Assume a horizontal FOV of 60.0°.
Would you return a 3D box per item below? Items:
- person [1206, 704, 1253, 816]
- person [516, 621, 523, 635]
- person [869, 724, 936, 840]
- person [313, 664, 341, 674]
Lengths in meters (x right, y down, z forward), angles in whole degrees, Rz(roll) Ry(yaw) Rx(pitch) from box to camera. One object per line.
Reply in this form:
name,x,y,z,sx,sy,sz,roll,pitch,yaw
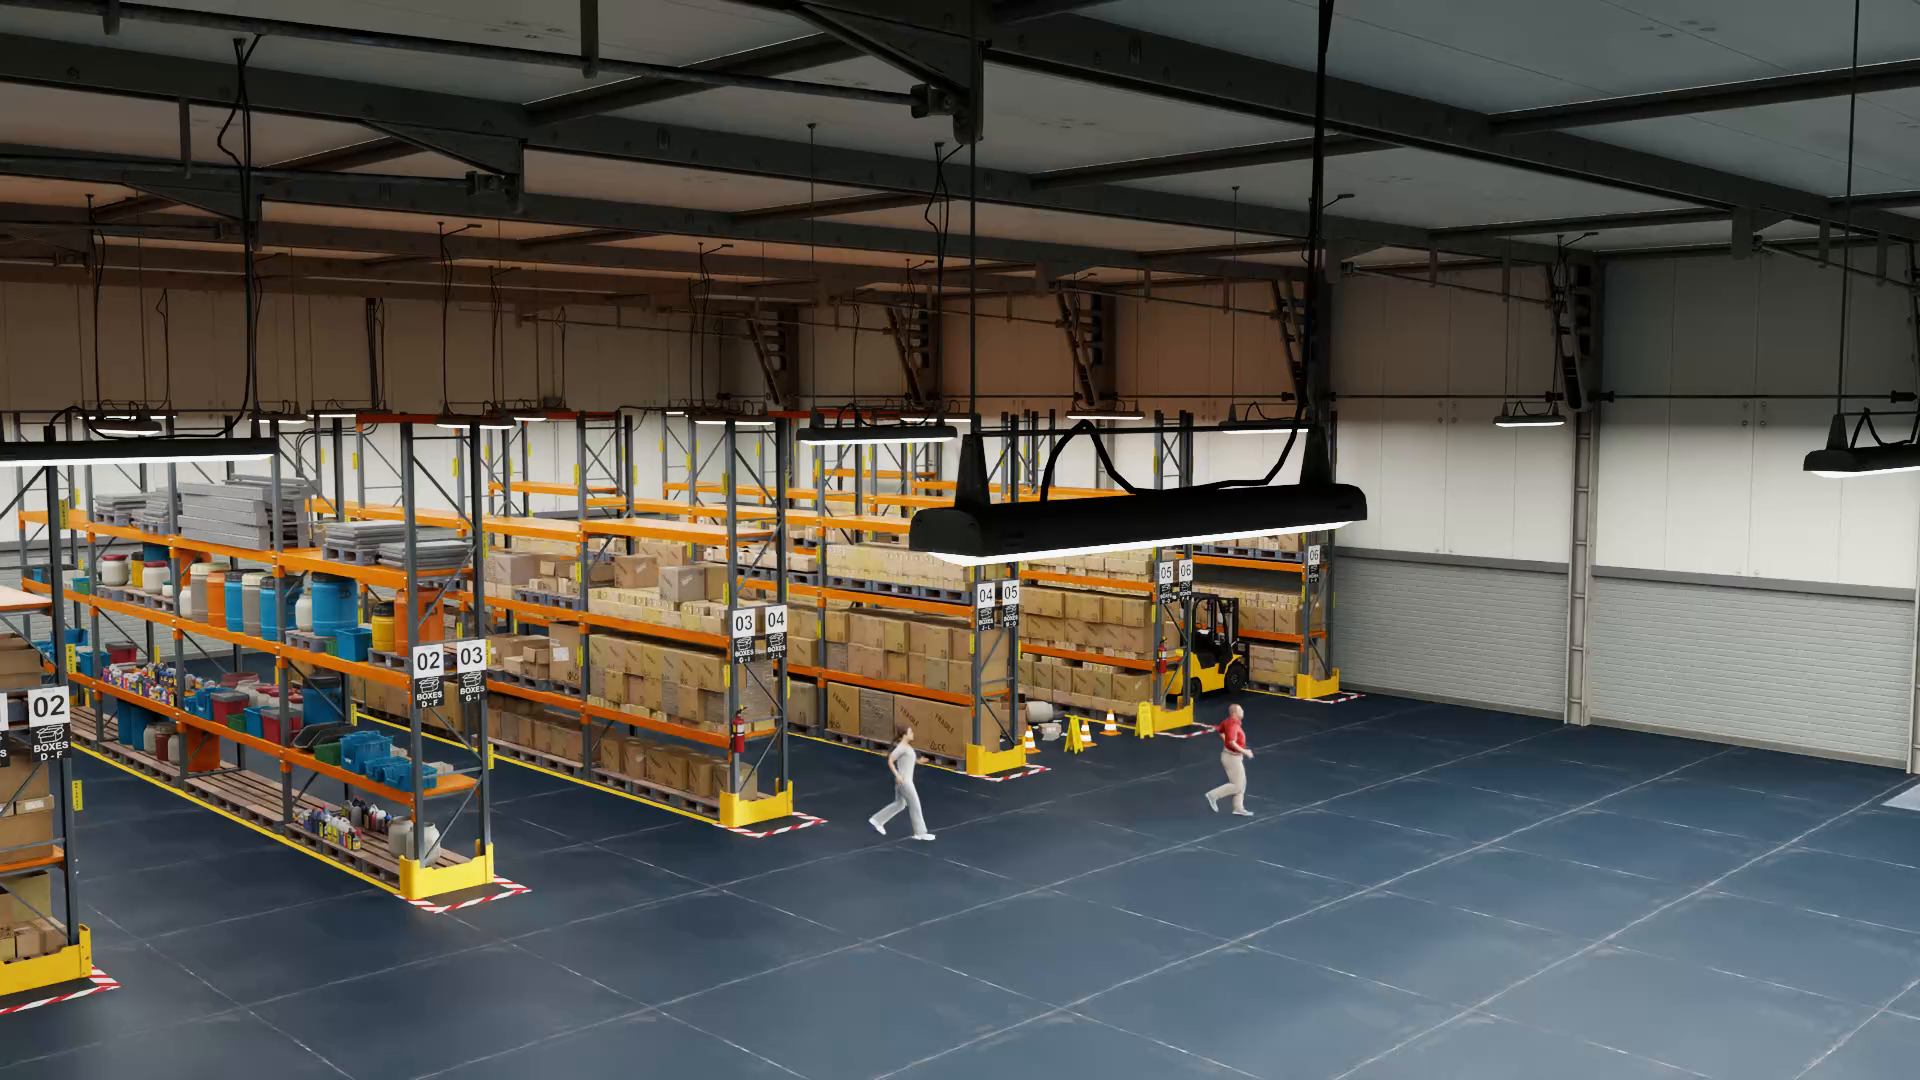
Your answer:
person,4.054,3.321,25.067,0.771,1.718,0.668,0,5,-3
person,-11.104,1.926,41.473,0.579,1.659,0.854,2,5,17
person,-0.821,3.426,23.569,0.950,1.653,0.569,0,5,0
person,-11.801,2.738,31.444,0.682,1.813,0.791,-4,6,-40
